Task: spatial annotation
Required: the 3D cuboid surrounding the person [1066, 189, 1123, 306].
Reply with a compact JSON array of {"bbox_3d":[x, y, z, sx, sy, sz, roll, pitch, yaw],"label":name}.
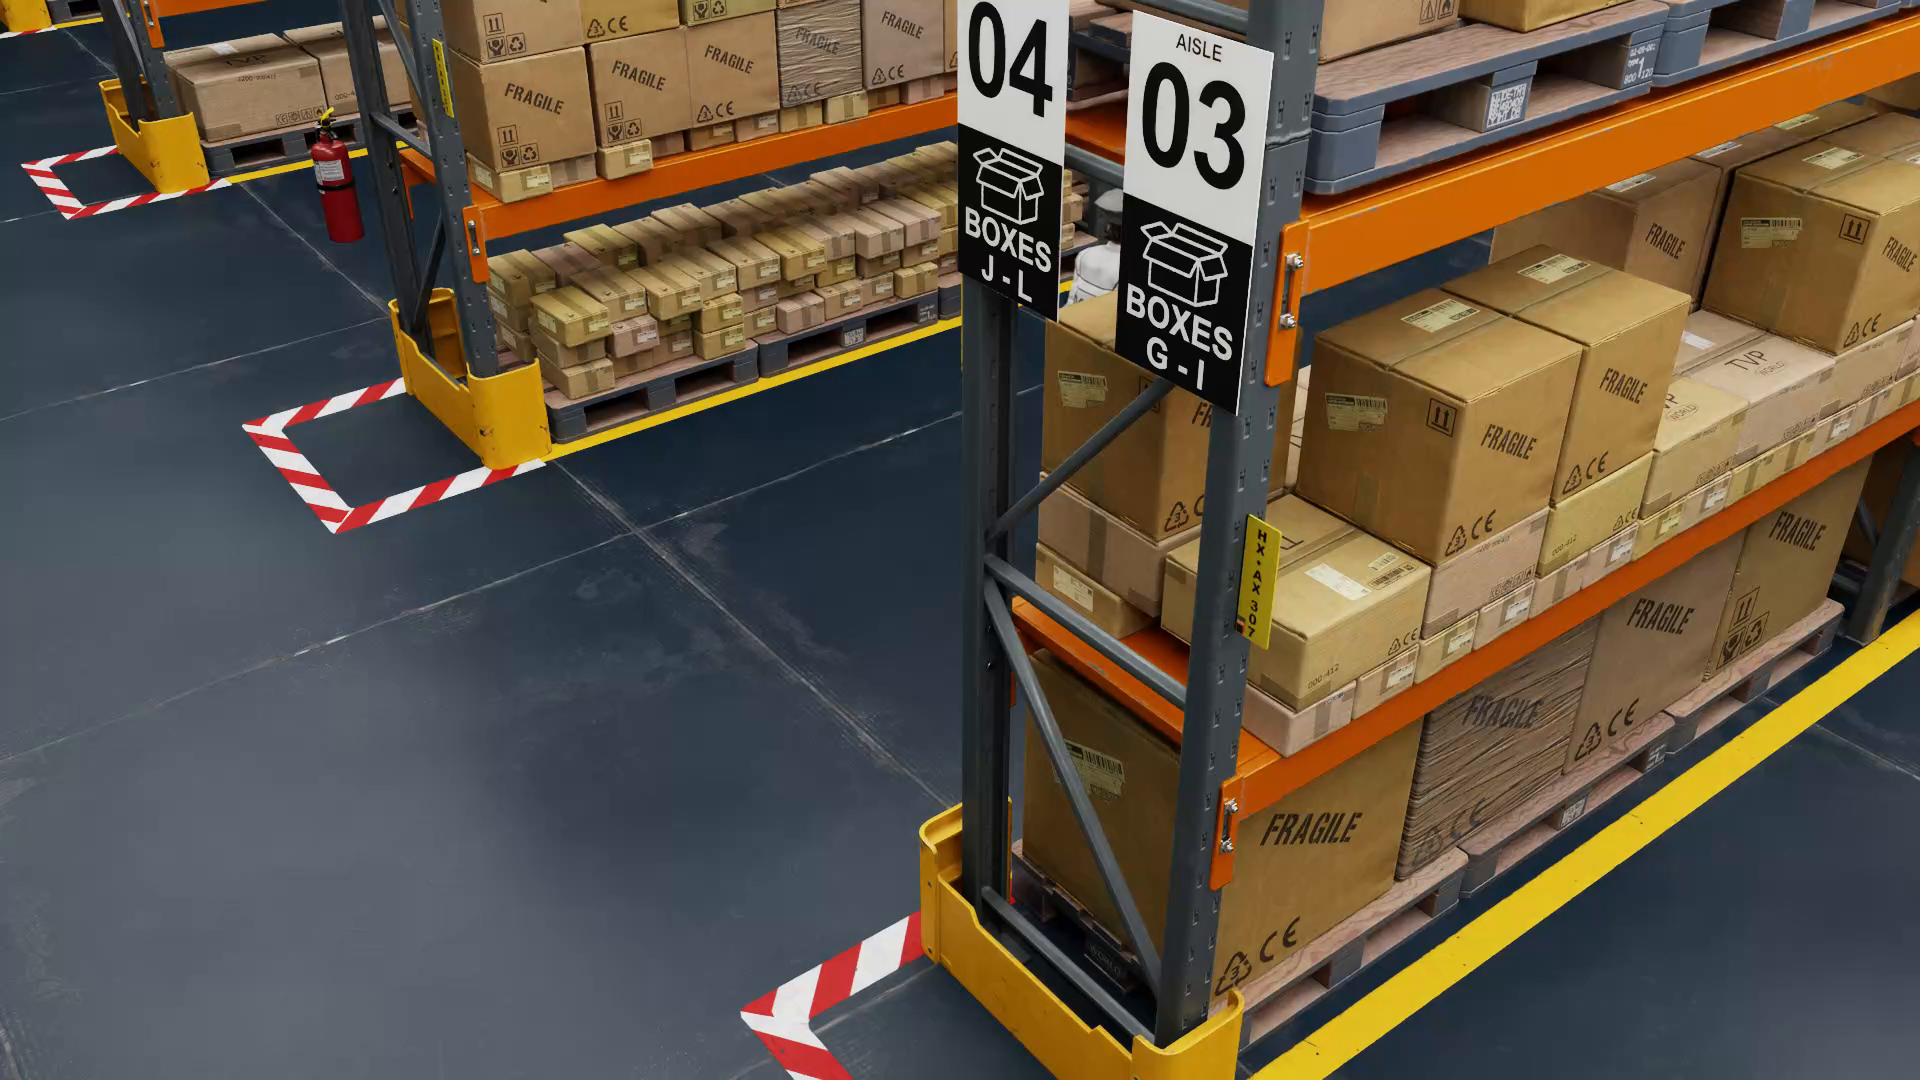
[{"bbox_3d":[0.665,-0.706,7.247,0.376,1.663,0.529,-23,39,-31],"label":"person"}]
